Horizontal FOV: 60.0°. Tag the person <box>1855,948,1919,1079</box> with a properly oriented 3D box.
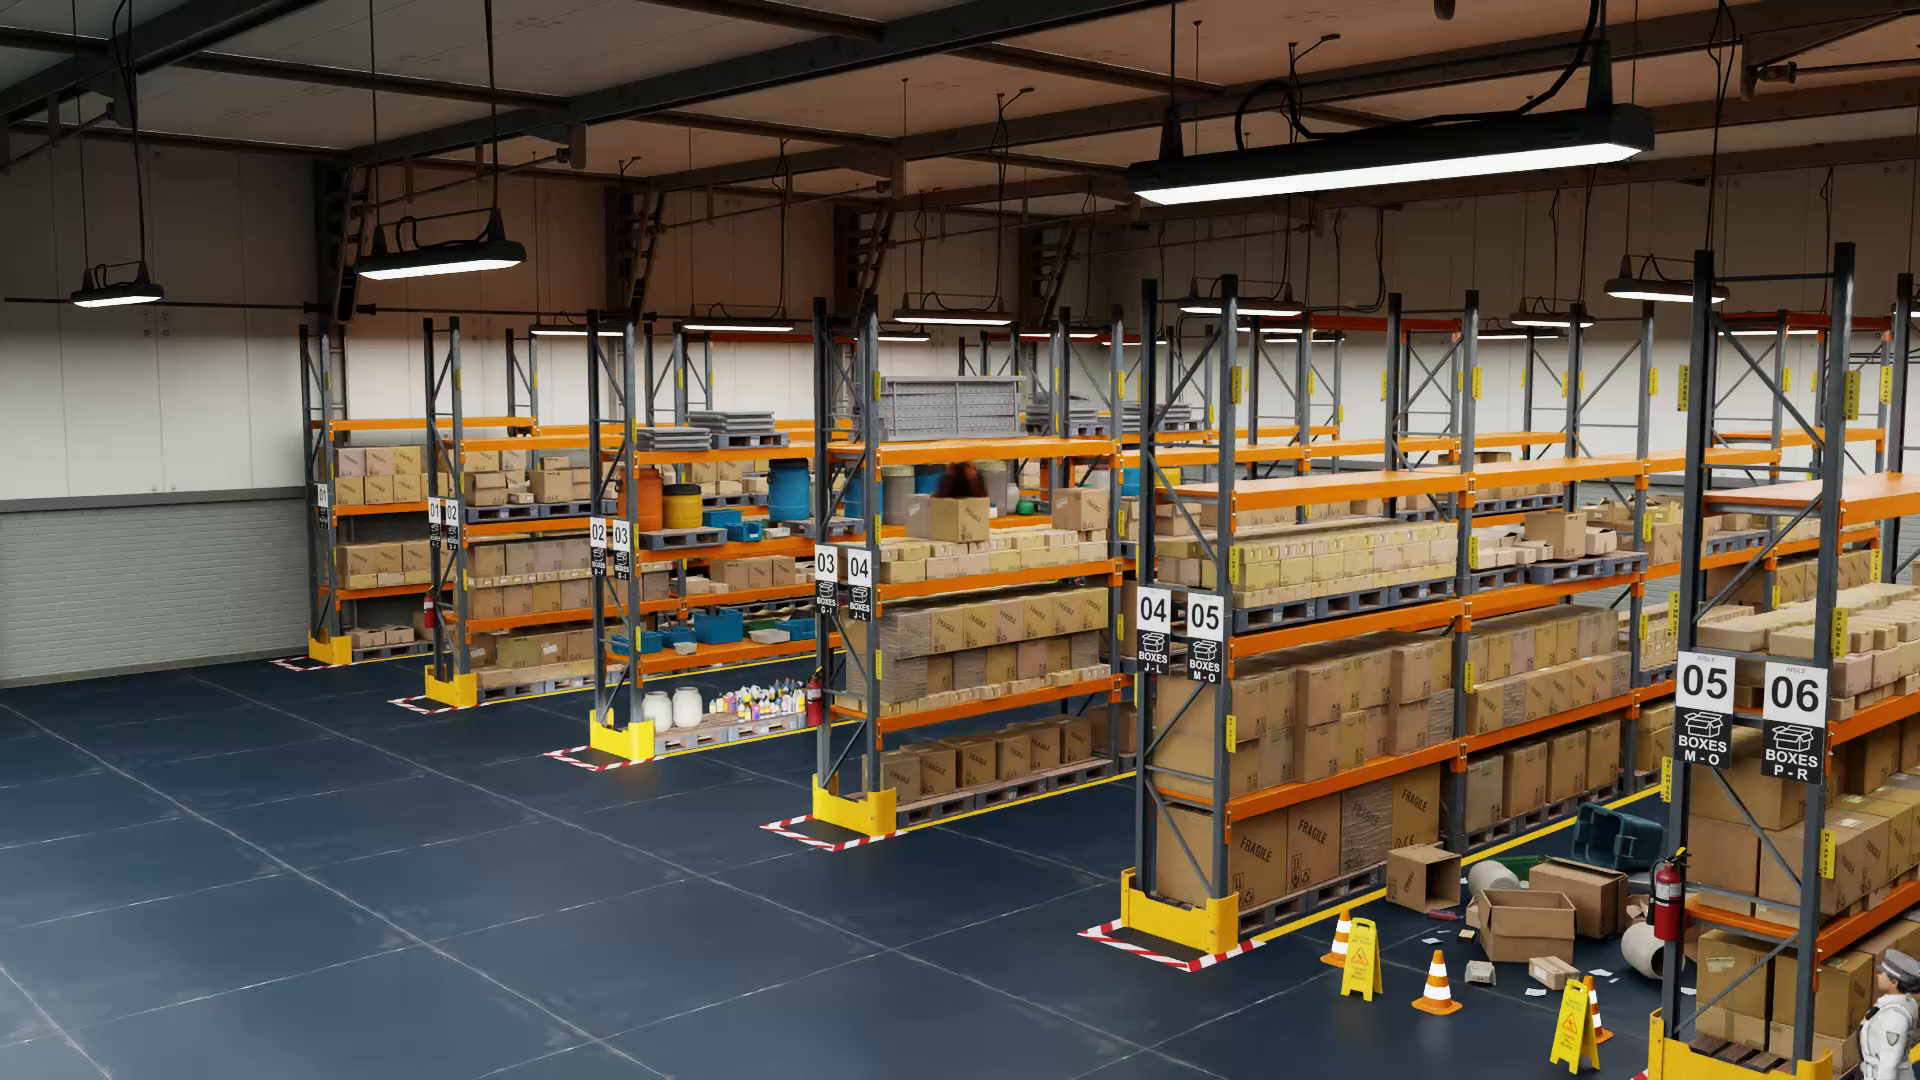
[{"bbox_3d":[5.633,3.306,10.038,0.511,1.689,0.464,2,6,21],"label":"person"}]
